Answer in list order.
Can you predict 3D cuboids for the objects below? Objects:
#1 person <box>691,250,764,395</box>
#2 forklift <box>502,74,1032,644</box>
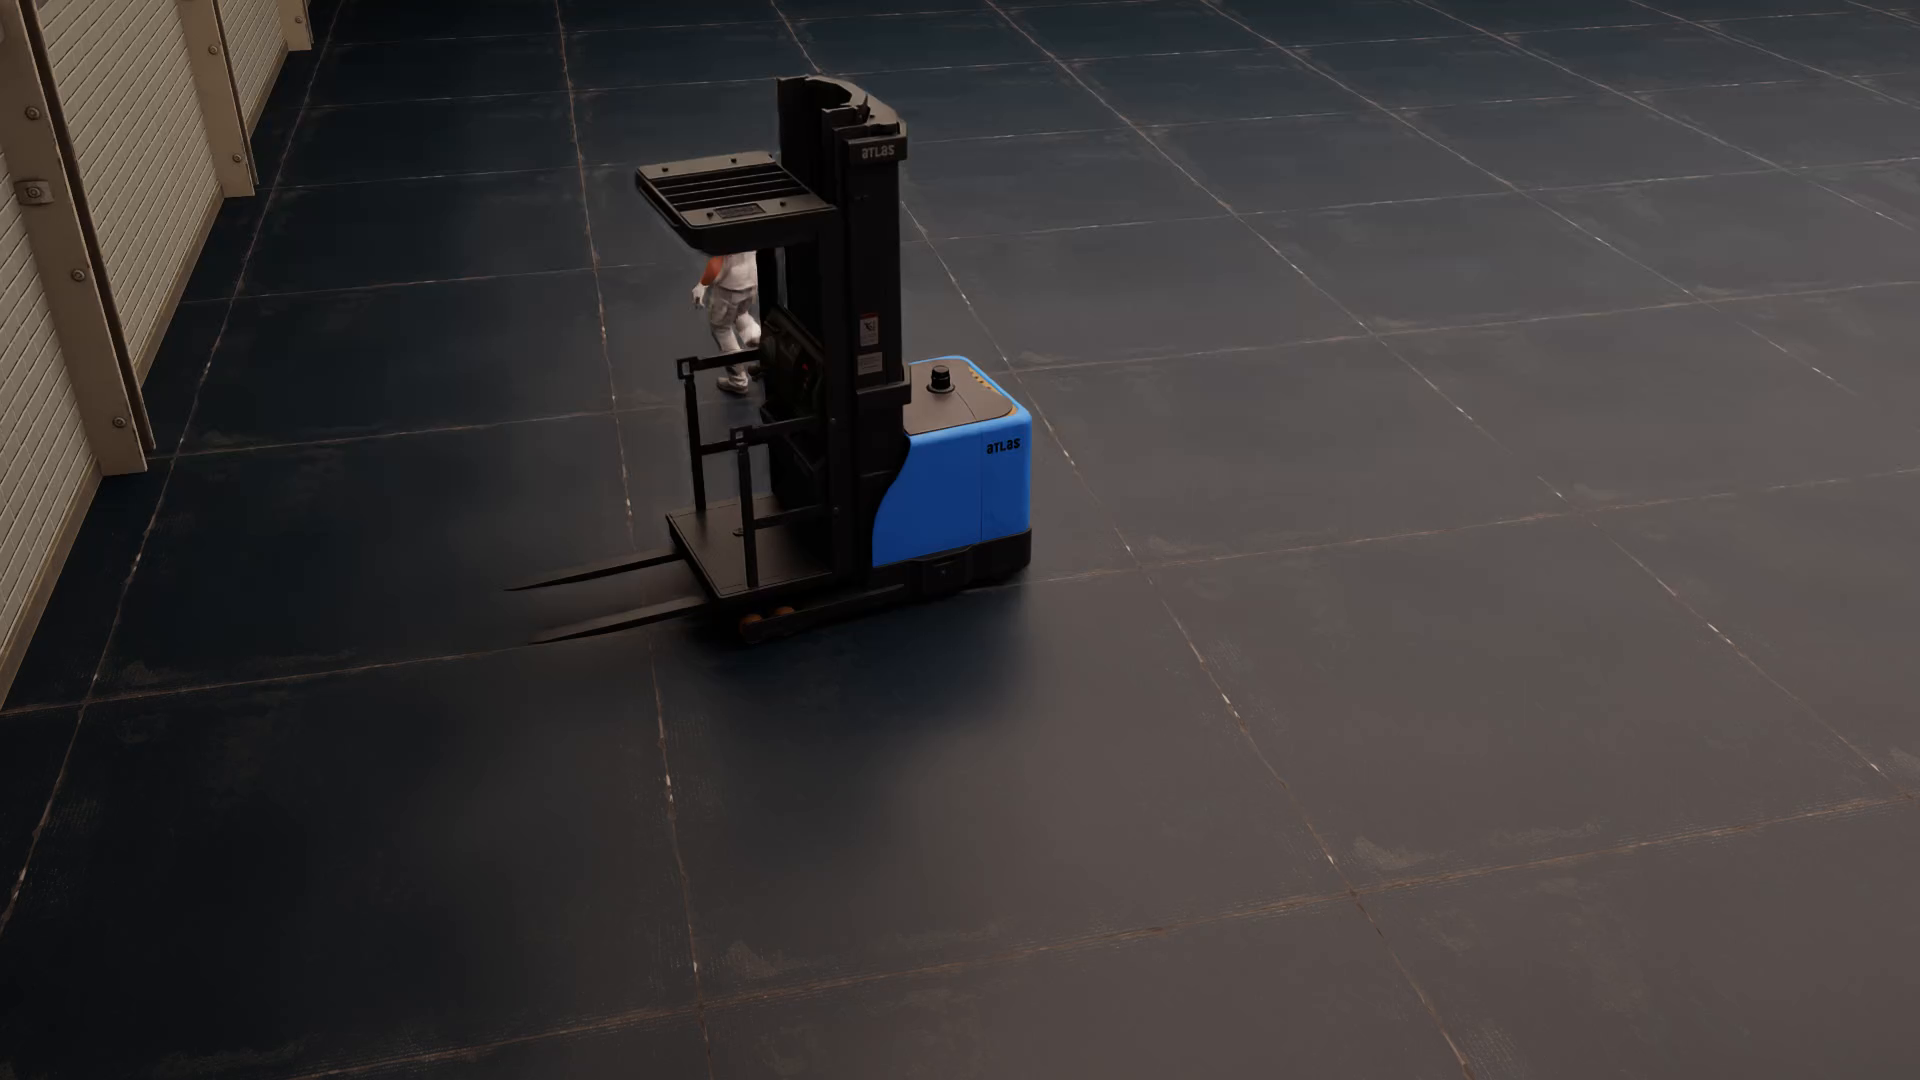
[{"bbox_3d":[-1.662,-1.865,11.978,0.485,1.748,0.784,22,37,33],"label":"person"},{"bbox_3d":[-1.129,-0.979,9.266,3.031,2.935,1.130,-13,33,-21],"label":"forklift"}]
